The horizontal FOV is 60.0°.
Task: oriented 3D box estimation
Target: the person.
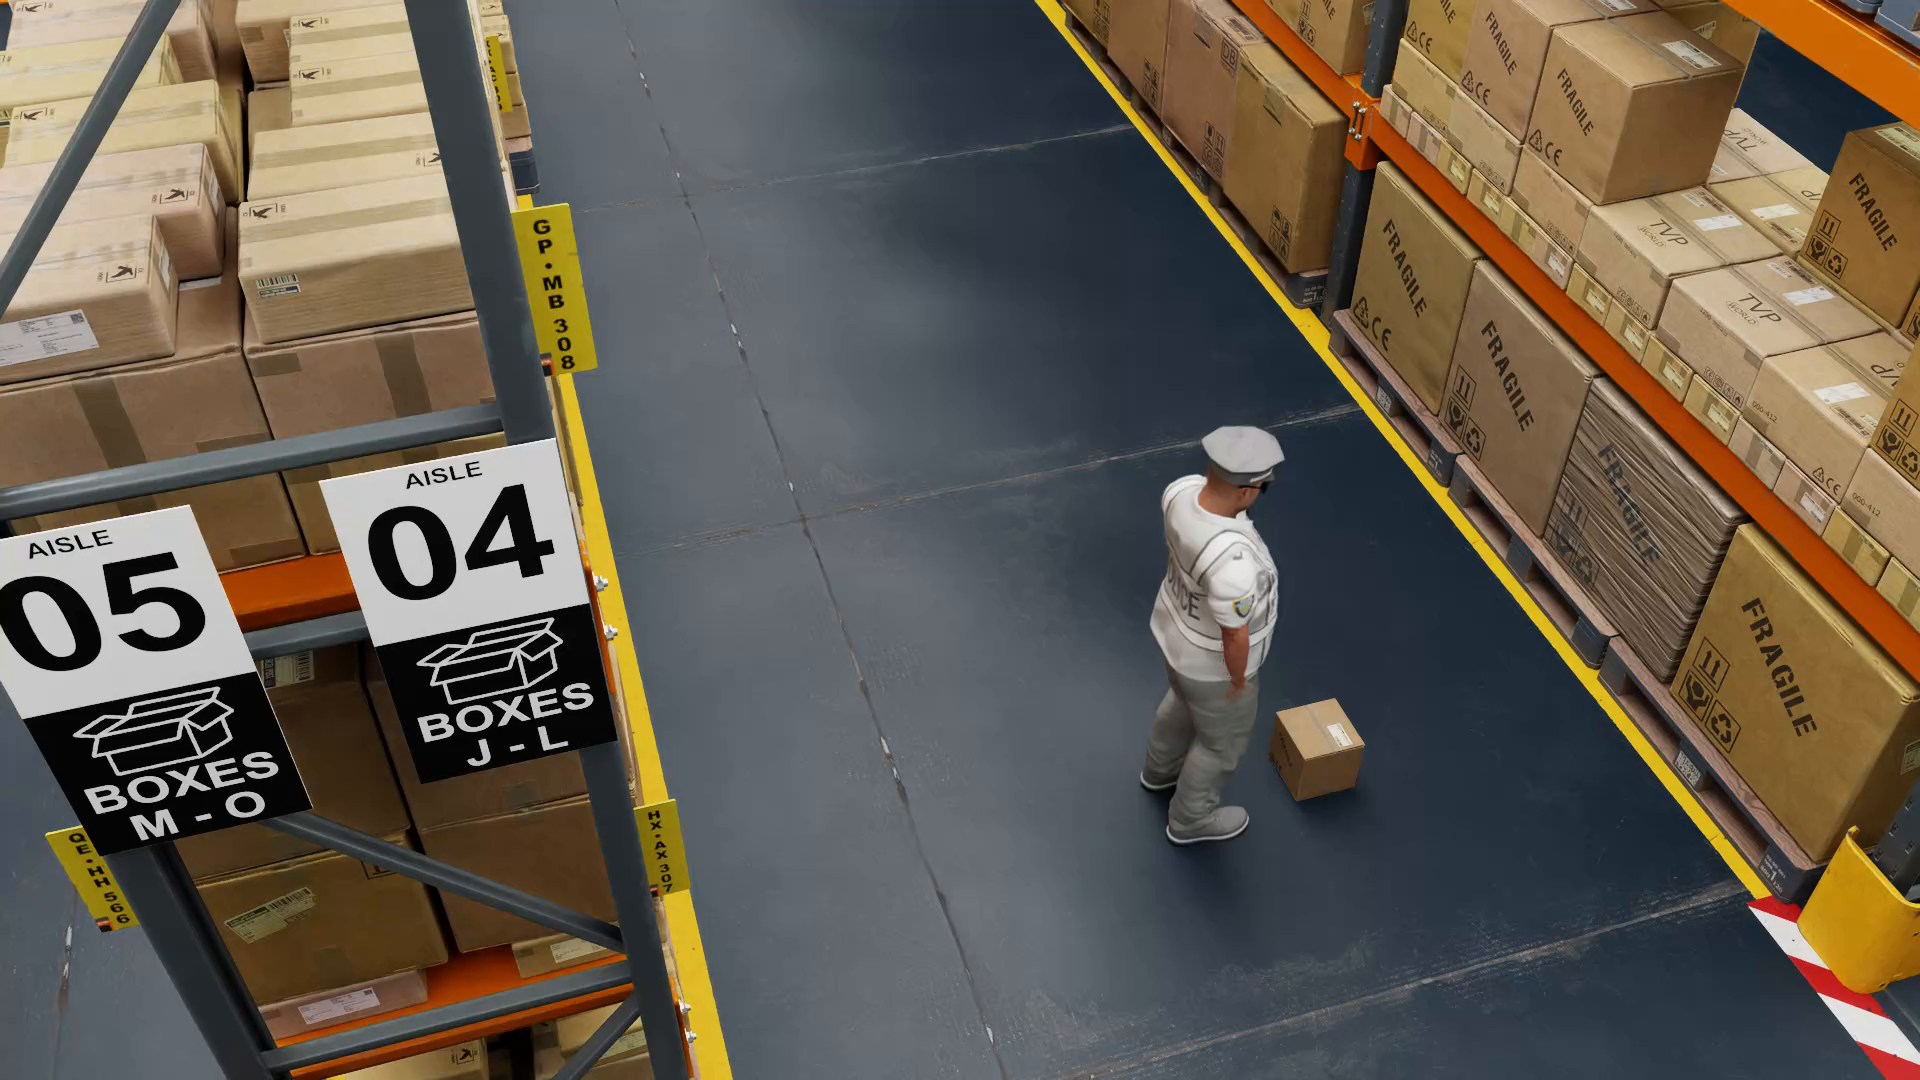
[{"bbox_3d":[0.870,0.345,5.786,0.391,1.738,0.531,-11,43,-12],"label":"person"}]
